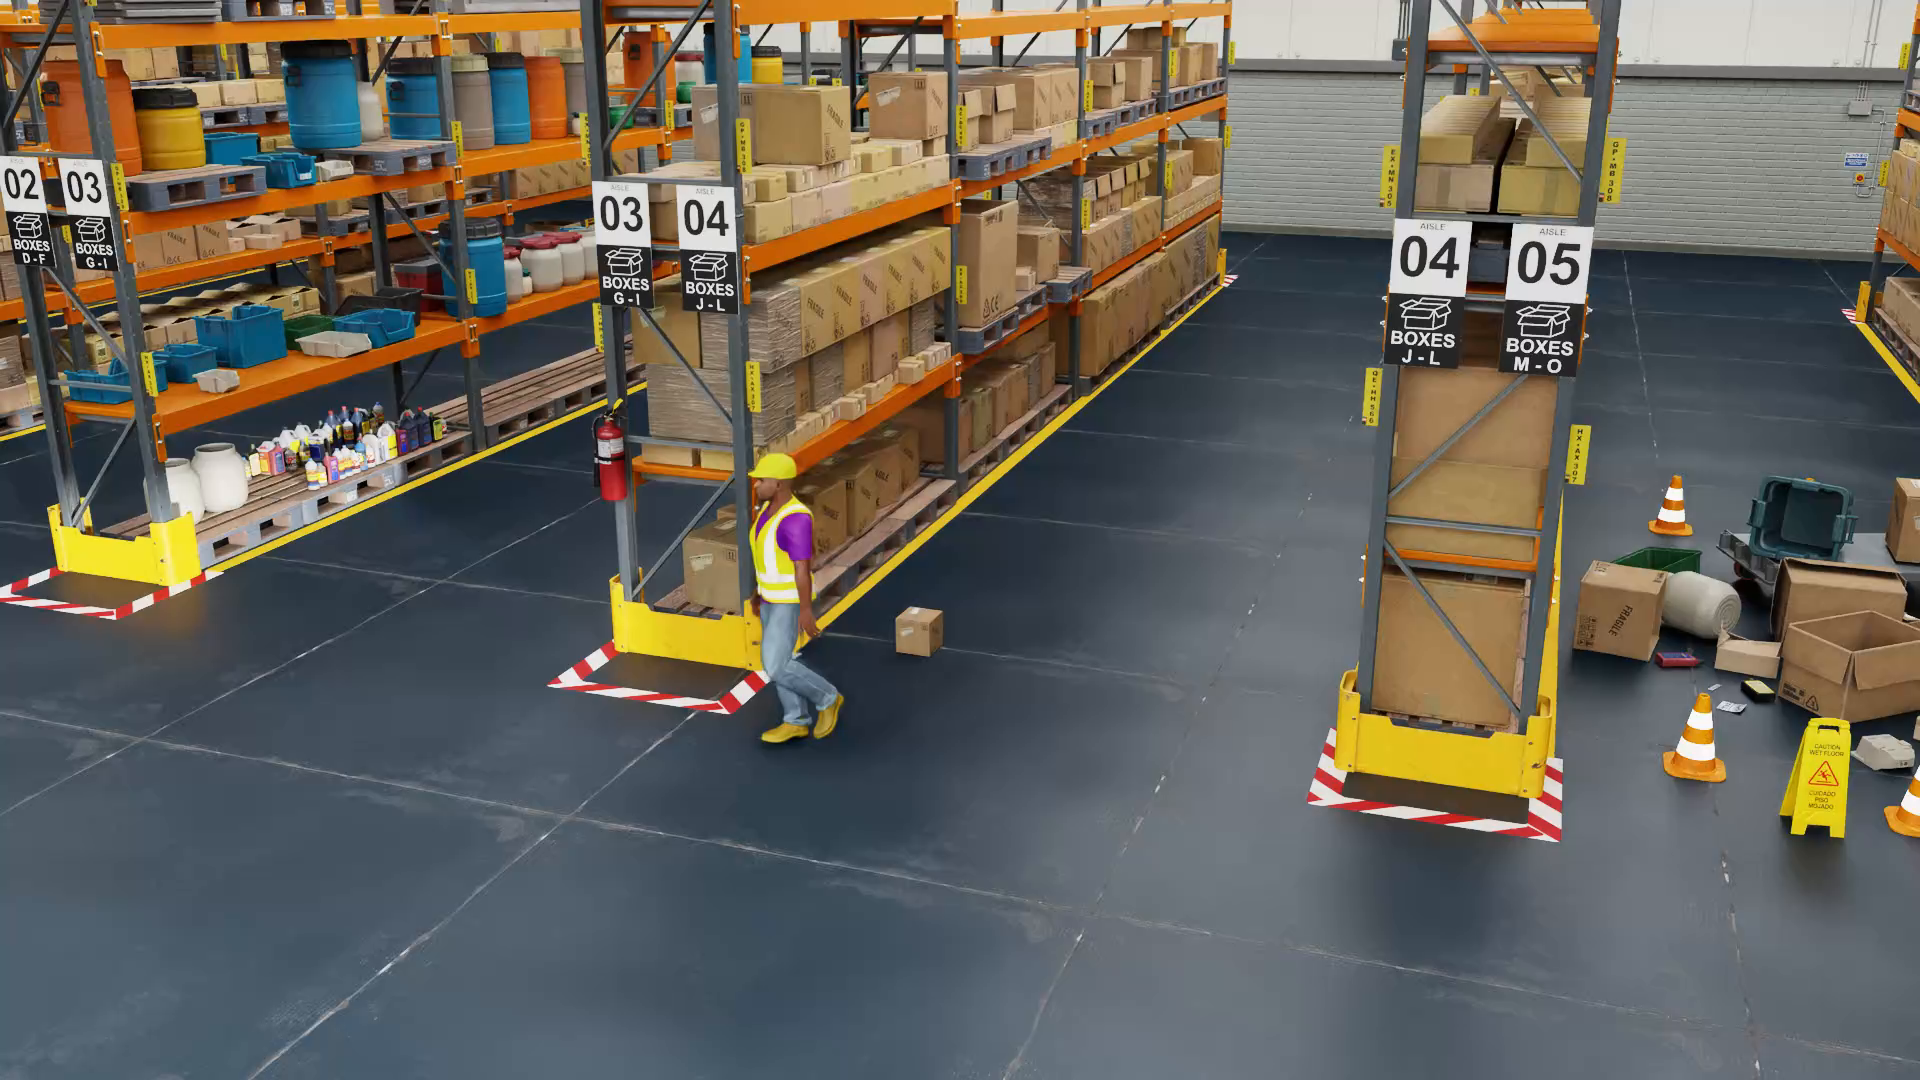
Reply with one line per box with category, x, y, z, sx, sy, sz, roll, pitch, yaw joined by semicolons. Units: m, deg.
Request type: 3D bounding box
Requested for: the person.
person;-1.000;0.340;9.934;0.503;1.755;0.635;-8;20;-23
